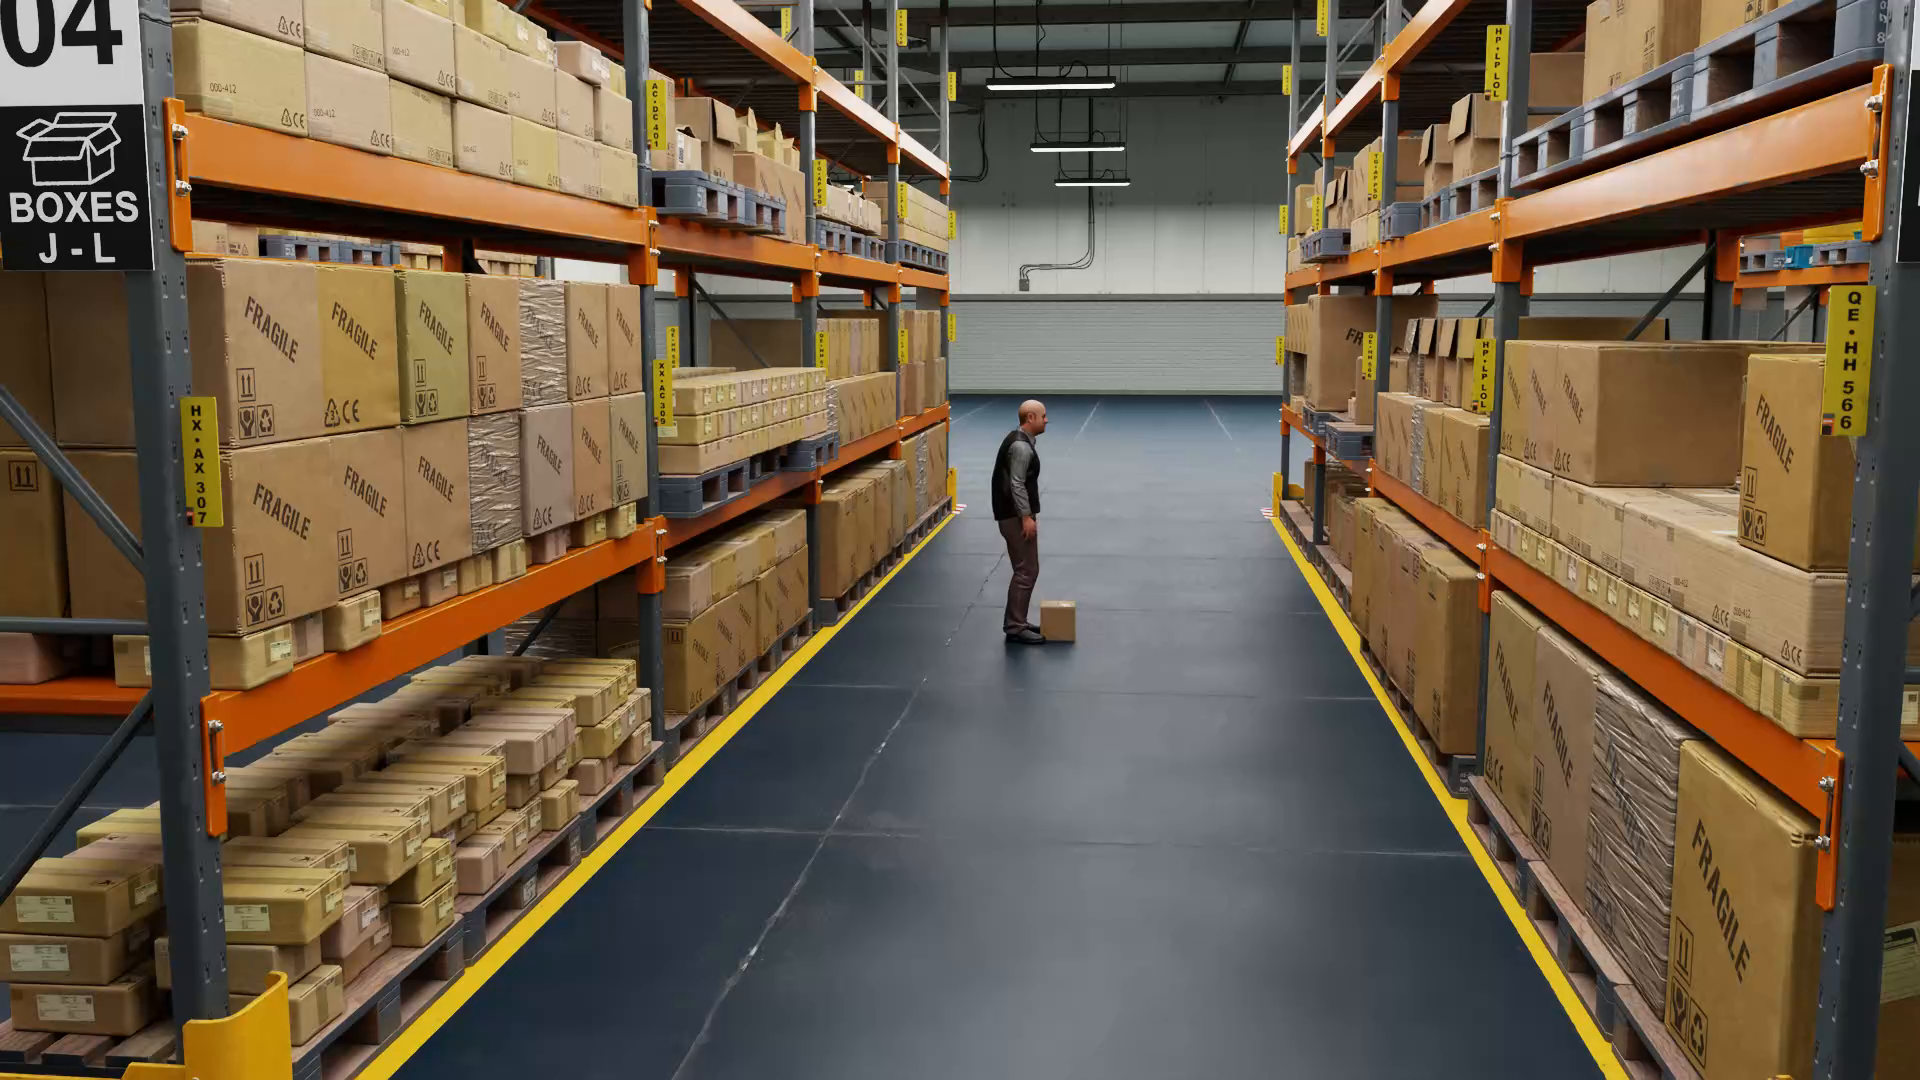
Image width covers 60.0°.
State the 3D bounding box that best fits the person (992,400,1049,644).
[{"bbox_3d":[0.432,-0.147,11.993,0.410,1.721,0.589,1,8,4],"label":"person"}]
